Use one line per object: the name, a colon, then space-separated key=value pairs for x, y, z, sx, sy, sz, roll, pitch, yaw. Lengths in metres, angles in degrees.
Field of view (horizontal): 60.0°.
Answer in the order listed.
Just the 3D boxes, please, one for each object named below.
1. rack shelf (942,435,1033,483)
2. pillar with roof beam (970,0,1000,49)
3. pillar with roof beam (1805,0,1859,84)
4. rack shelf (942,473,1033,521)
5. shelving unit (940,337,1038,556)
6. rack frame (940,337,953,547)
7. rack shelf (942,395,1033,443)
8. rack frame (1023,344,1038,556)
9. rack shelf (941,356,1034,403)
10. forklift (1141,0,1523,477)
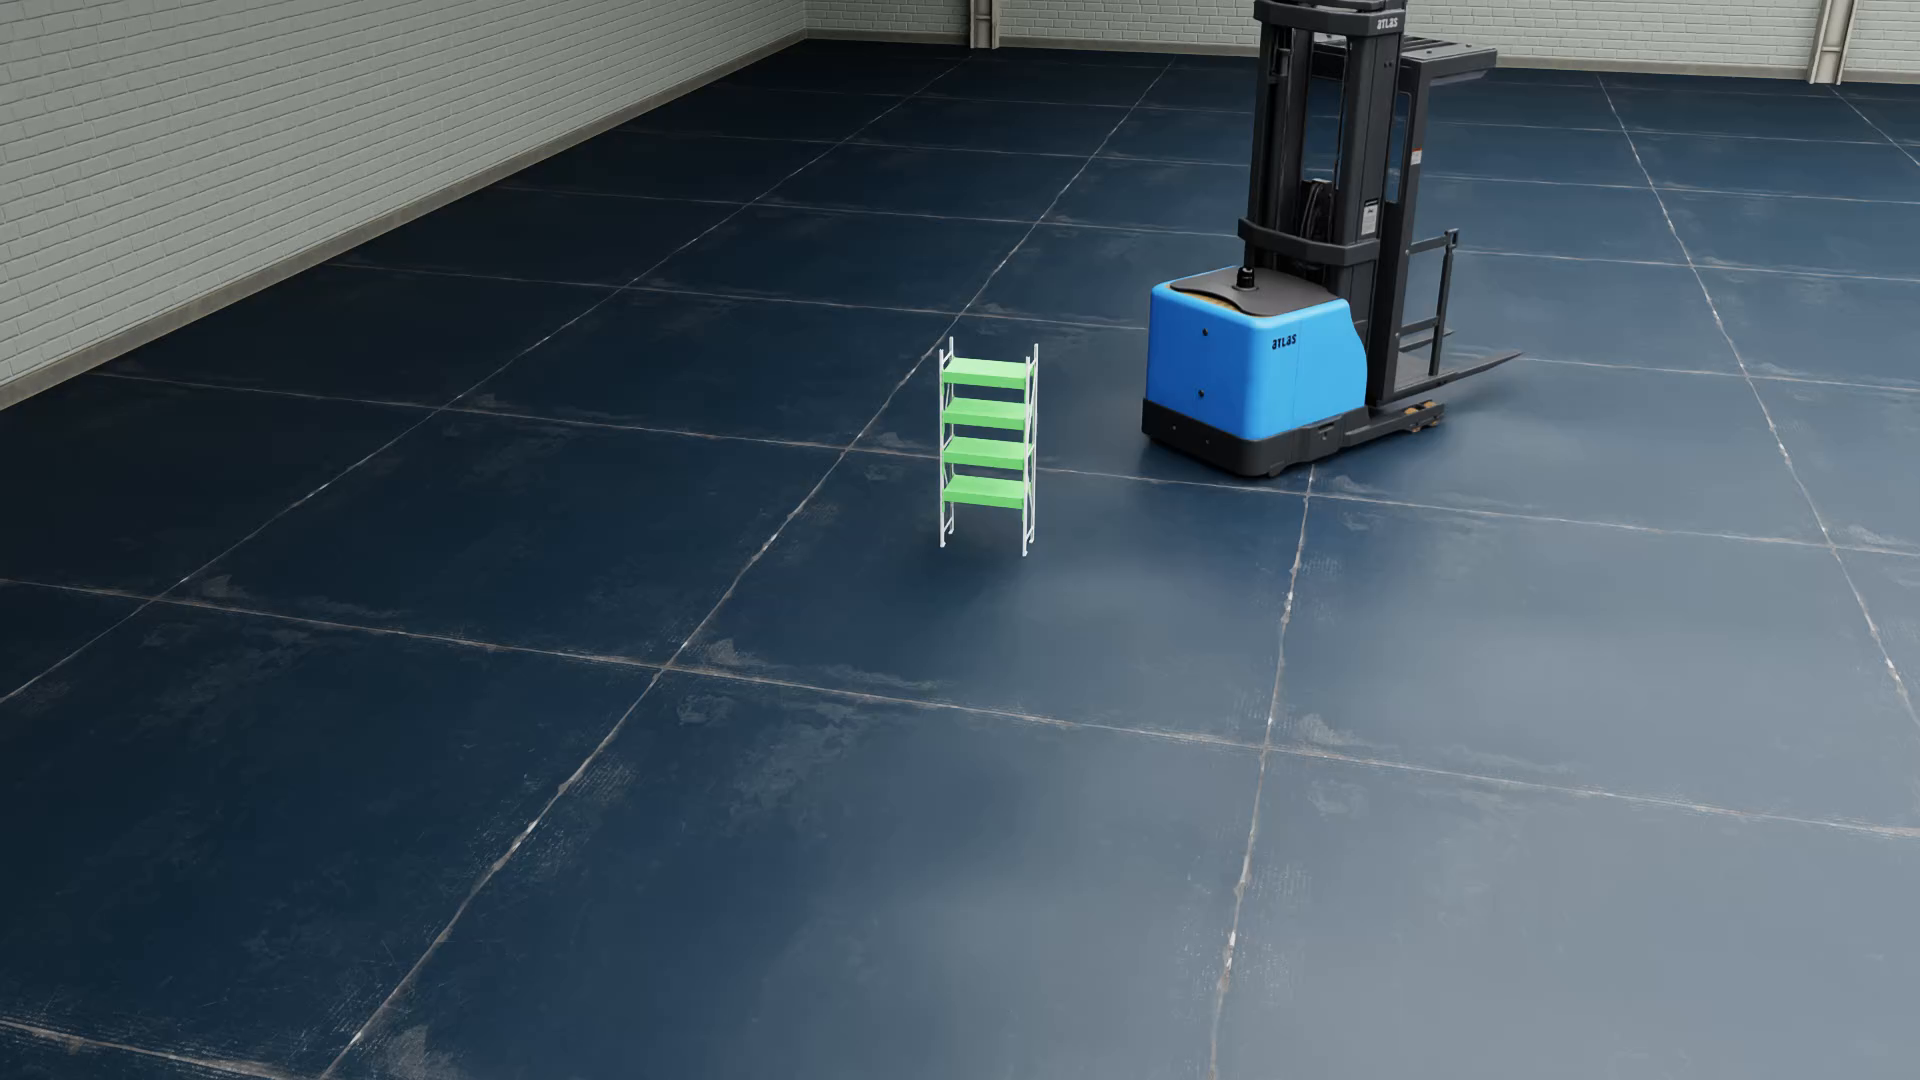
rack shelf: x=0.160 y=-0.466 z=9.482 sx=0.480 sy=0.148 sz=0.258 roll=6 pitch=26 yaw=13
pillar with roof beam: x=-0.688 y=-9.932 z=20.143 sx=0.400 sy=9.000 sz=9.100 roll=6 pitch=26 yaw=13
pillar with roof beam: x=10.934 y=-8.647 z=17.444 sx=0.400 sy=9.000 sz=9.100 roll=6 pitch=26 yaw=13
rack shelf: x=0.160 y=-0.250 z=9.585 sx=0.480 sy=0.148 sz=0.258 roll=6 pitch=26 yaw=13
shelving unit: x=0.160 y=-0.524 z=9.455 sx=0.503 sy=1.200 sz=0.258 roll=6 pitch=26 yaw=13
rack frame: x=-0.076 y=-0.550 z=9.510 sx=0.015 sy=1.200 sz=0.240 roll=6 pitch=26 yaw=13
rack shelf: x=0.160 y=-0.683 z=9.379 sx=0.480 sy=0.148 sz=0.258 roll=6 pitch=26 yaw=13
rack frame: x=0.397 y=-0.498 z=9.400 sx=0.015 sy=1.200 sz=0.240 roll=6 pitch=26 yaw=13
rack shelf: x=0.160 y=-0.900 z=9.276 sx=0.480 sy=0.148 sz=0.258 roll=6 pitch=26 yaw=13
forklift: x=2.694 y=-2.213 z=10.988 sx=3.031 sy=2.935 sz=1.130 roll=-18 pitch=31 yaw=-33
